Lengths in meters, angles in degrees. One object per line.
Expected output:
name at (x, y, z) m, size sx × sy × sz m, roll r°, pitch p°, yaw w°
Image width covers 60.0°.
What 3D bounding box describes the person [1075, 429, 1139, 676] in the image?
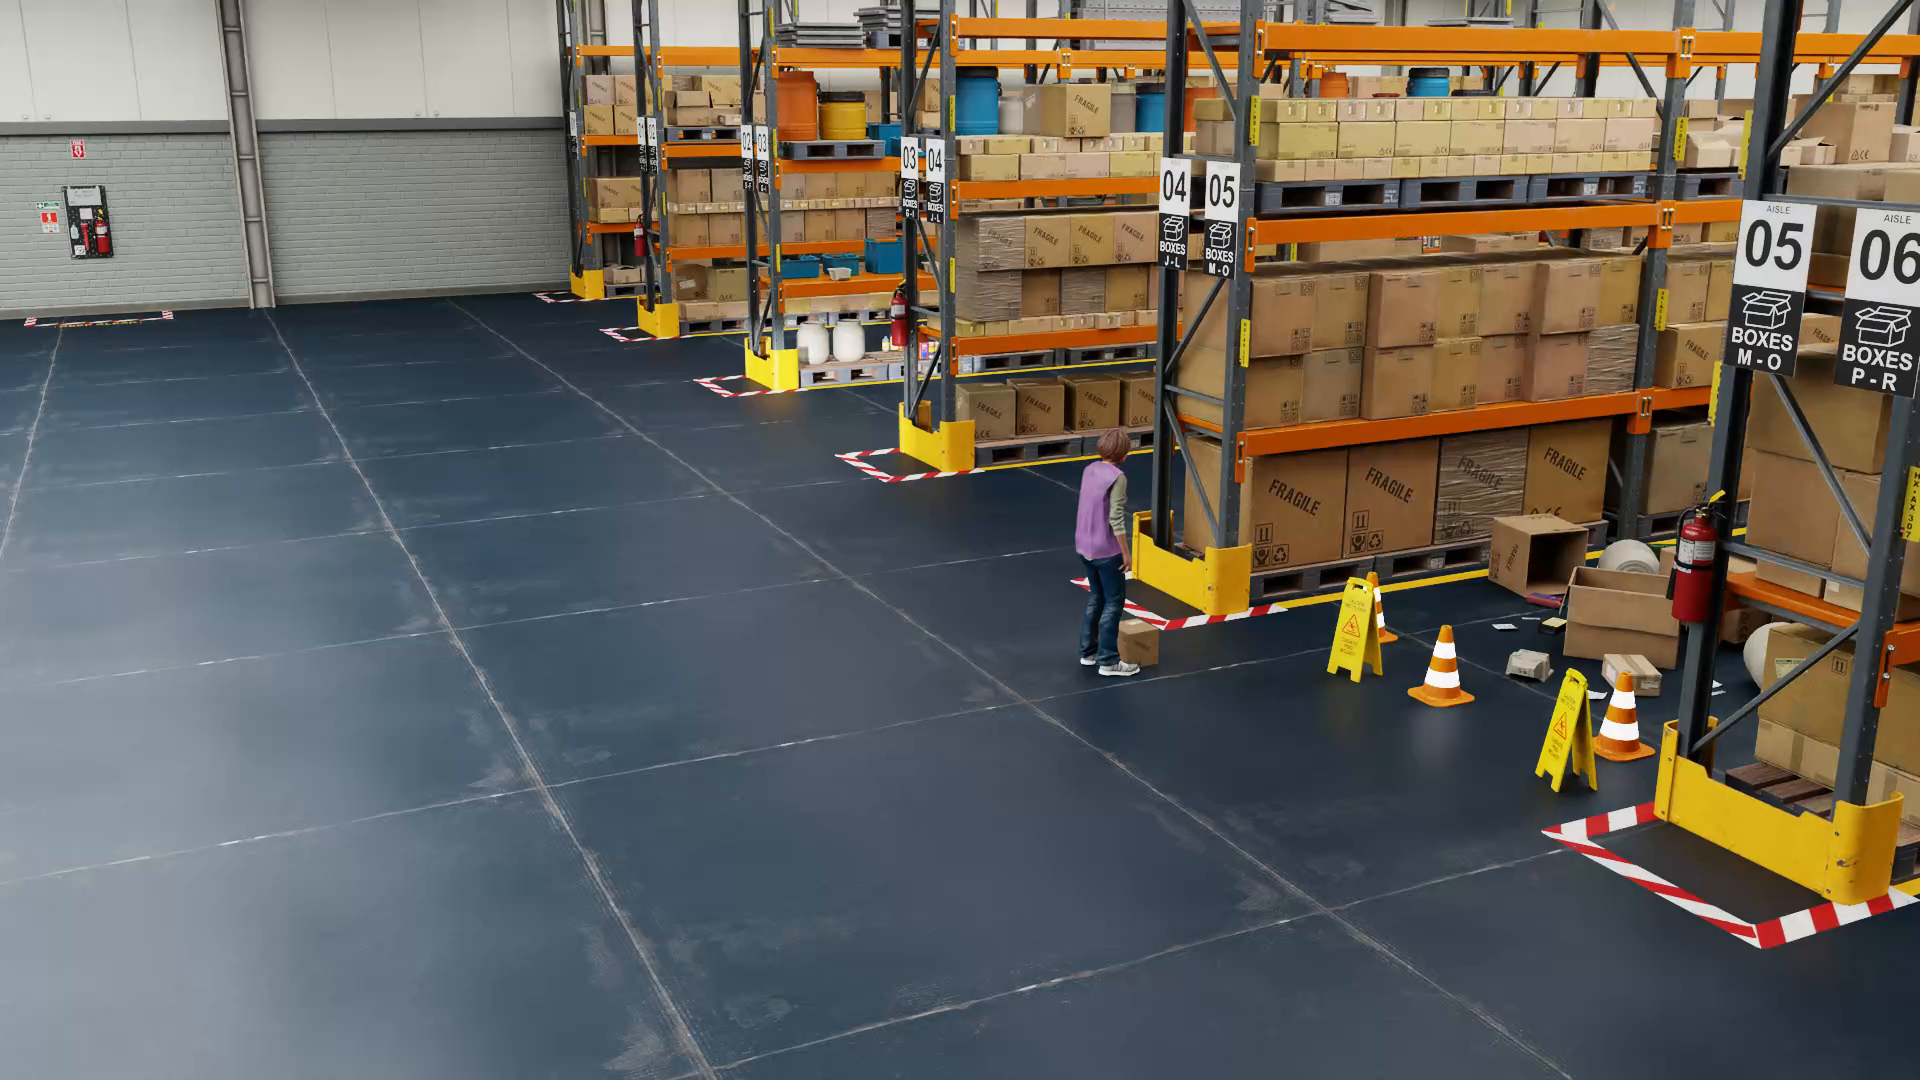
person at (0.940, 0.073, 10.780) m, size 0.347 × 1.592 × 0.476 m, roll -8°, pitch 17°, yaw -26°
